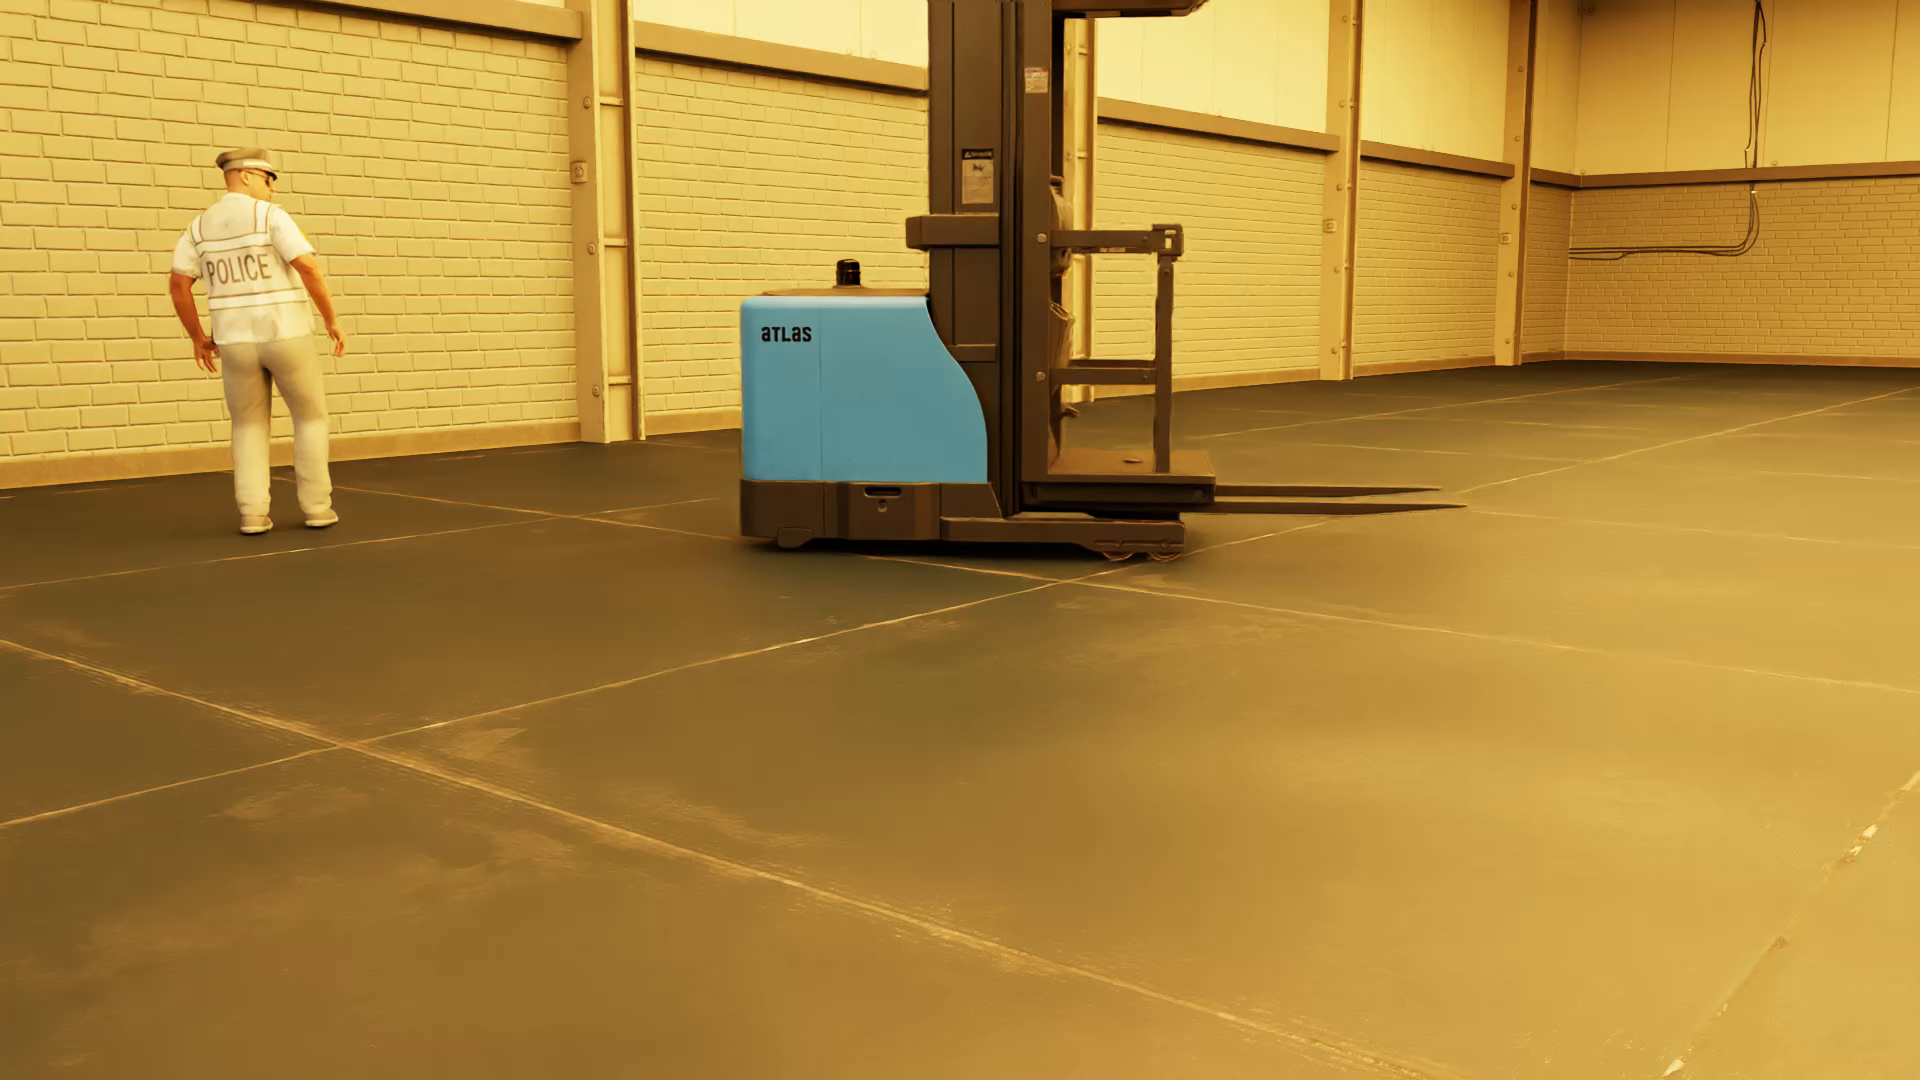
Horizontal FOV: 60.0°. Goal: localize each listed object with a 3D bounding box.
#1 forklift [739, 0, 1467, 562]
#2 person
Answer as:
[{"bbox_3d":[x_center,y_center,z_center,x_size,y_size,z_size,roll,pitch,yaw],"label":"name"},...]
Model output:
[{"bbox_3d":[0.617,-1.443,7.143,3.031,2.935,1.130,1,8,6],"label":"forklift"},{"bbox_3d":[-3.195,-0.914,7.653,0.750,1.738,0.520,-1,8,-4],"label":"person"}]
